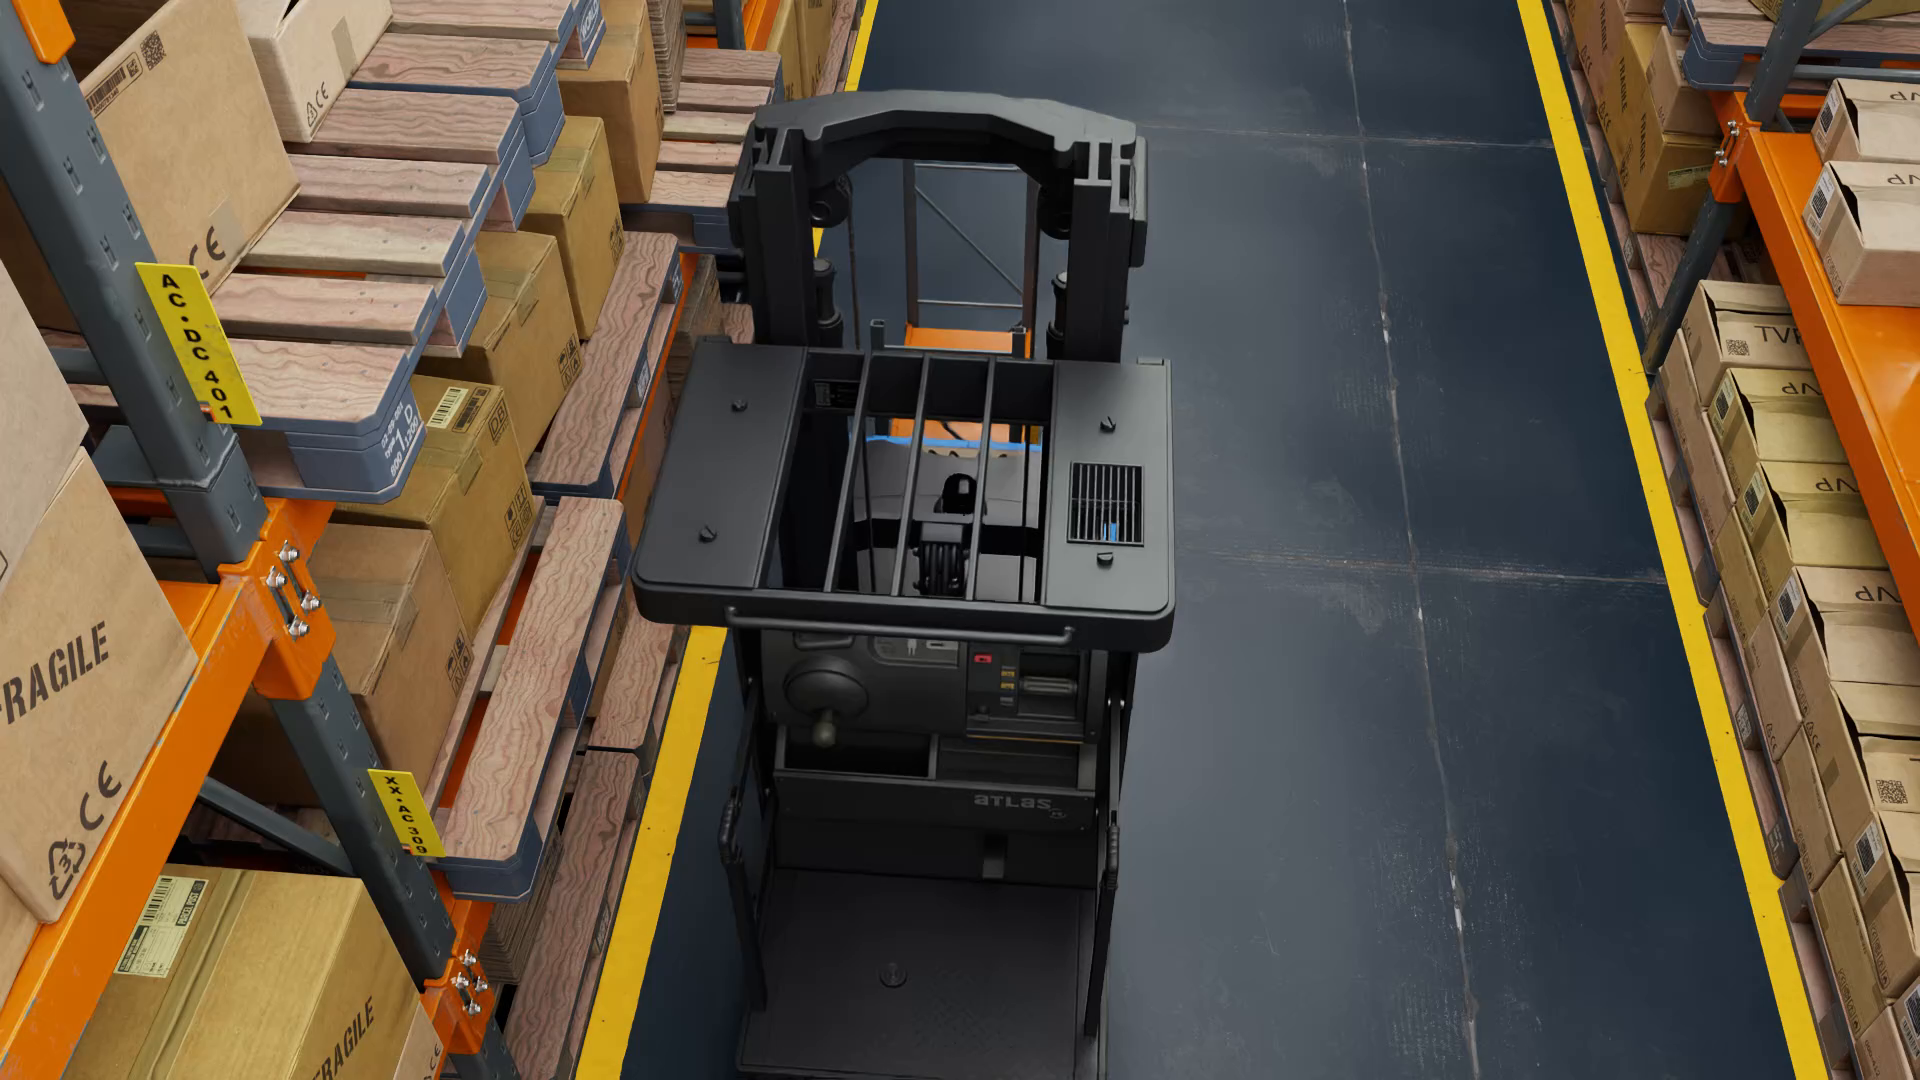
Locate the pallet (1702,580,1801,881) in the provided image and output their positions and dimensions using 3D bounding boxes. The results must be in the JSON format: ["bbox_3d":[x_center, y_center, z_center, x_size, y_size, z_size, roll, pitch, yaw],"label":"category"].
[{"bbox_3d":[3.336,0.682,5.983,1.003,0.211,1.213,4,48,4],"label":"pallet"}]

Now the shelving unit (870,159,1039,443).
[{"bbox_3d":[0.002,-0.560,6.246,0.587,1.500,1.083,3,48,3],"label":"shelving unit"}]

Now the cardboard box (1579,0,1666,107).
[{"bbox_3d":[3.504,-2.529,8.426,0.500,0.500,0.500,2,48,2],"label":"cardboard box"}]

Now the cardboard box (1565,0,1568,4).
[{"bbox_3d":[3.603,-3.268,9.102,0.500,0.500,0.500,4,48,4],"label":"cardboard box"}]

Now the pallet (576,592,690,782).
[{"bbox_3d":[-1.557,0.324,6.311,1.003,0.211,1.213,4,48,4],"label":"pallet"}]

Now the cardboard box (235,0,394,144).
[{"bbox_3d":[-1.549,-1.119,3.484,0.500,0.311,0.500,5,48,5],"label":"cardboard box"}]

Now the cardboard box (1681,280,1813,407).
[{"bbox_3d":[3.223,-0.793,6.641,0.500,0.311,0.500,5,48,5],"label":"cardboard box"}]

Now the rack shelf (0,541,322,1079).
[{"bbox_3d":[-1.917,1.554,1.751,1.077,0.370,4.000,4,48,4],"label":"rack shelf"}]

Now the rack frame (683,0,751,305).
[{"bbox_3d":[-1.370,-2.086,6.625,1.000,3.000,0.127,4,48,4],"label":"rack frame"}]

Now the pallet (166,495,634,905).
[{"bbox_3d":[-1.520,0.367,4.512,1.003,0.211,1.213,4,48,4],"label":"pallet"}]

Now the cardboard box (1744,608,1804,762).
[{"bbox_3d":[3.090,0.525,5.816,0.500,0.250,0.500,5,48,4],"label":"cardboard box"}]

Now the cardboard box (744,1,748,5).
[{"bbox_3d":[-1.078,-2.418,7.086,0.380,0.149,0.250,4,48,4],"label":"cardboard box"}]

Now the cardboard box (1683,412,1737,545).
[{"bbox_3d":[3.178,-0.234,6.510,0.500,0.250,0.500,3,48,2],"label":"cardboard box"}]

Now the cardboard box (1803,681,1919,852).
[{"bbox_3d":[3.039,0.715,5.262,0.500,0.311,0.500,4,48,3],"label":"cardboard box"}]

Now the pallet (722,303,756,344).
[{"bbox_3d":[-1.443,-0.570,7.129,1.003,0.211,1.213,4,48,4],"label":"pallet"}]

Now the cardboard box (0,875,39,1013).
[{"bbox_3d":[-1.593,0.559,2.091,0.500,0.500,0.500,0,48,0],"label":"cardboard box"}]

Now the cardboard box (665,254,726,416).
[{"bbox_3d":[-1.384,-0.858,6.898,0.700,0.500,0.500,4,48,4],"label":"cardboard box"}]

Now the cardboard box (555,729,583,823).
[{"bbox_3d":[-1.687,0.624,5.542,0.700,0.500,0.500,3,48,3],"label":"cardboard box"}]

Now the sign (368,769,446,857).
[{"bbox_3d":[-1.194,0.592,3.589,0.100,0.325,0.005,4,48,4],"label":"sign"}]

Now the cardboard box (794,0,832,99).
[{"bbox_3d":[-1.086,-2.677,8.338,0.750,0.750,0.750,4,48,3],"label":"cardboard box"}]

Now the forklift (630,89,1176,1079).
[{"bbox_3d":[-0.085,0.478,4.326,1.130,2.935,3.031,3,48,3],"label":"forklift"}]

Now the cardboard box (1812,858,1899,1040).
[{"bbox_3d":[2.996,1.275,5.130,0.500,0.250,0.500,3,48,3],"label":"cardboard box"}]

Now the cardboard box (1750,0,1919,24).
[{"bbox_3d":[3.508,-2.401,6.561,0.700,0.500,0.500,-11,48,-10],"label":"cardboard box"}]

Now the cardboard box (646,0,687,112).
[{"bbox_3d":[-1.403,-1.922,6.109,0.700,0.500,0.500,-1,48,-1],"label":"cardboard box"}]

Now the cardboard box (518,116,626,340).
[{"bbox_3d":[-1.495,-1.005,5.270,0.700,0.500,0.500,4,48,4],"label":"cardboard box"}]

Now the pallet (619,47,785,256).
[{"bbox_3d":[-1.329,-1.490,6.210,1.213,0.211,1.003,4,48,4],"label":"pallet"}]

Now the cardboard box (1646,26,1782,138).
[{"bbox_3d":[3.416,-2.058,7.487,0.500,0.250,0.500,6,48,5],"label":"cardboard box"}]

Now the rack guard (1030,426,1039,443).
[{"bbox_3d":[0.041,-0.505,7.042,0.587,0.250,0.087,3,48,3],"label":"rack guard"}]

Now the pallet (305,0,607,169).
[{"bbox_3d":[-1.481,-1.304,4.004,1.213,0.211,1.003,4,48,4],"label":"pallet"}]

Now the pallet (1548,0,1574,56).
[{"bbox_3d":[3.891,-3.153,9.491,1.003,0.211,1.213,4,48,4],"label":"pallet"}]

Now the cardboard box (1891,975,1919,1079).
[{"bbox_3d":[2.950,1.464,4.577,0.500,0.311,0.500,4,48,4],"label":"cardboard box"}]

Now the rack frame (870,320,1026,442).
[{"bbox_3d":[-0.038,-0.180,5.898,0.500,1.500,0.032,3,48,3],"label":"rack frame"}]

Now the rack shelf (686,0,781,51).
[{"bbox_3d":[-1.188,-3.312,8.234,1.077,0.370,4.000,4,48,4],"label":"rack shelf"}]

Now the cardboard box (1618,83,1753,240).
[{"bbox_3d":[3.415,-1.763,7.726,0.500,0.500,0.500,6,48,5],"label":"cardboard box"}]

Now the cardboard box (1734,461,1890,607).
[{"bbox_3d":[3.135,-0.032,5.945,0.500,0.311,0.500,3,48,2],"label":"cardboard box"}]

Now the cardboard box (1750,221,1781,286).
[{"bbox_3d":[3.889,-1.375,7.371,0.500,0.500,0.500,6,48,5],"label":"cardboard box"}]

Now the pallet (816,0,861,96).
[{"bbox_3d":[-1.110,-2.613,8.997,1.003,0.211,1.213,4,48,4],"label":"pallet"}]

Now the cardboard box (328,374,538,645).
[{"bbox_3d":[-1.596,-0.110,4.452,0.700,0.500,0.500,8,48,8],"label":"cardboard box"}]

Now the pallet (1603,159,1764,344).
[{"bbox_3d":[3.669,-1.360,7.851,1.003,0.211,1.213,4,48,4],"label":"pallet"}]

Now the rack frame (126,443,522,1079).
[{"bbox_3d":[-1.735,0.854,3.936,1.000,3.000,0.127,4,48,4],"label":"rack frame"}]

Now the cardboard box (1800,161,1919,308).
[{"bbox_3d":[3.289,-1.081,5.766,0.500,0.311,0.500,3,48,3],"label":"cardboard box"}]

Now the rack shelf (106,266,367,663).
[{"bbox_3d":[-1.553,-1.385,4.439,1.077,0.370,4.000,4,48,4],"label":"rack shelf"}]

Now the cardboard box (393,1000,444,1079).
[{"bbox_3d":[-1.476,1.266,3.647,0.500,0.250,0.500,4,48,4],"label":"cardboard box"}]

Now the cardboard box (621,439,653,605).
[{"bbox_3d":[-1.564,-0.120,6.223,0.700,0.500,0.500,4,48,3],"label":"cardboard box"}]

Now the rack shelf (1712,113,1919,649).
[{"bbox_3d":[3.381,-0.043,5.244,1.077,0.370,4.000,4,48,4],"label":"rack shelf"}]
